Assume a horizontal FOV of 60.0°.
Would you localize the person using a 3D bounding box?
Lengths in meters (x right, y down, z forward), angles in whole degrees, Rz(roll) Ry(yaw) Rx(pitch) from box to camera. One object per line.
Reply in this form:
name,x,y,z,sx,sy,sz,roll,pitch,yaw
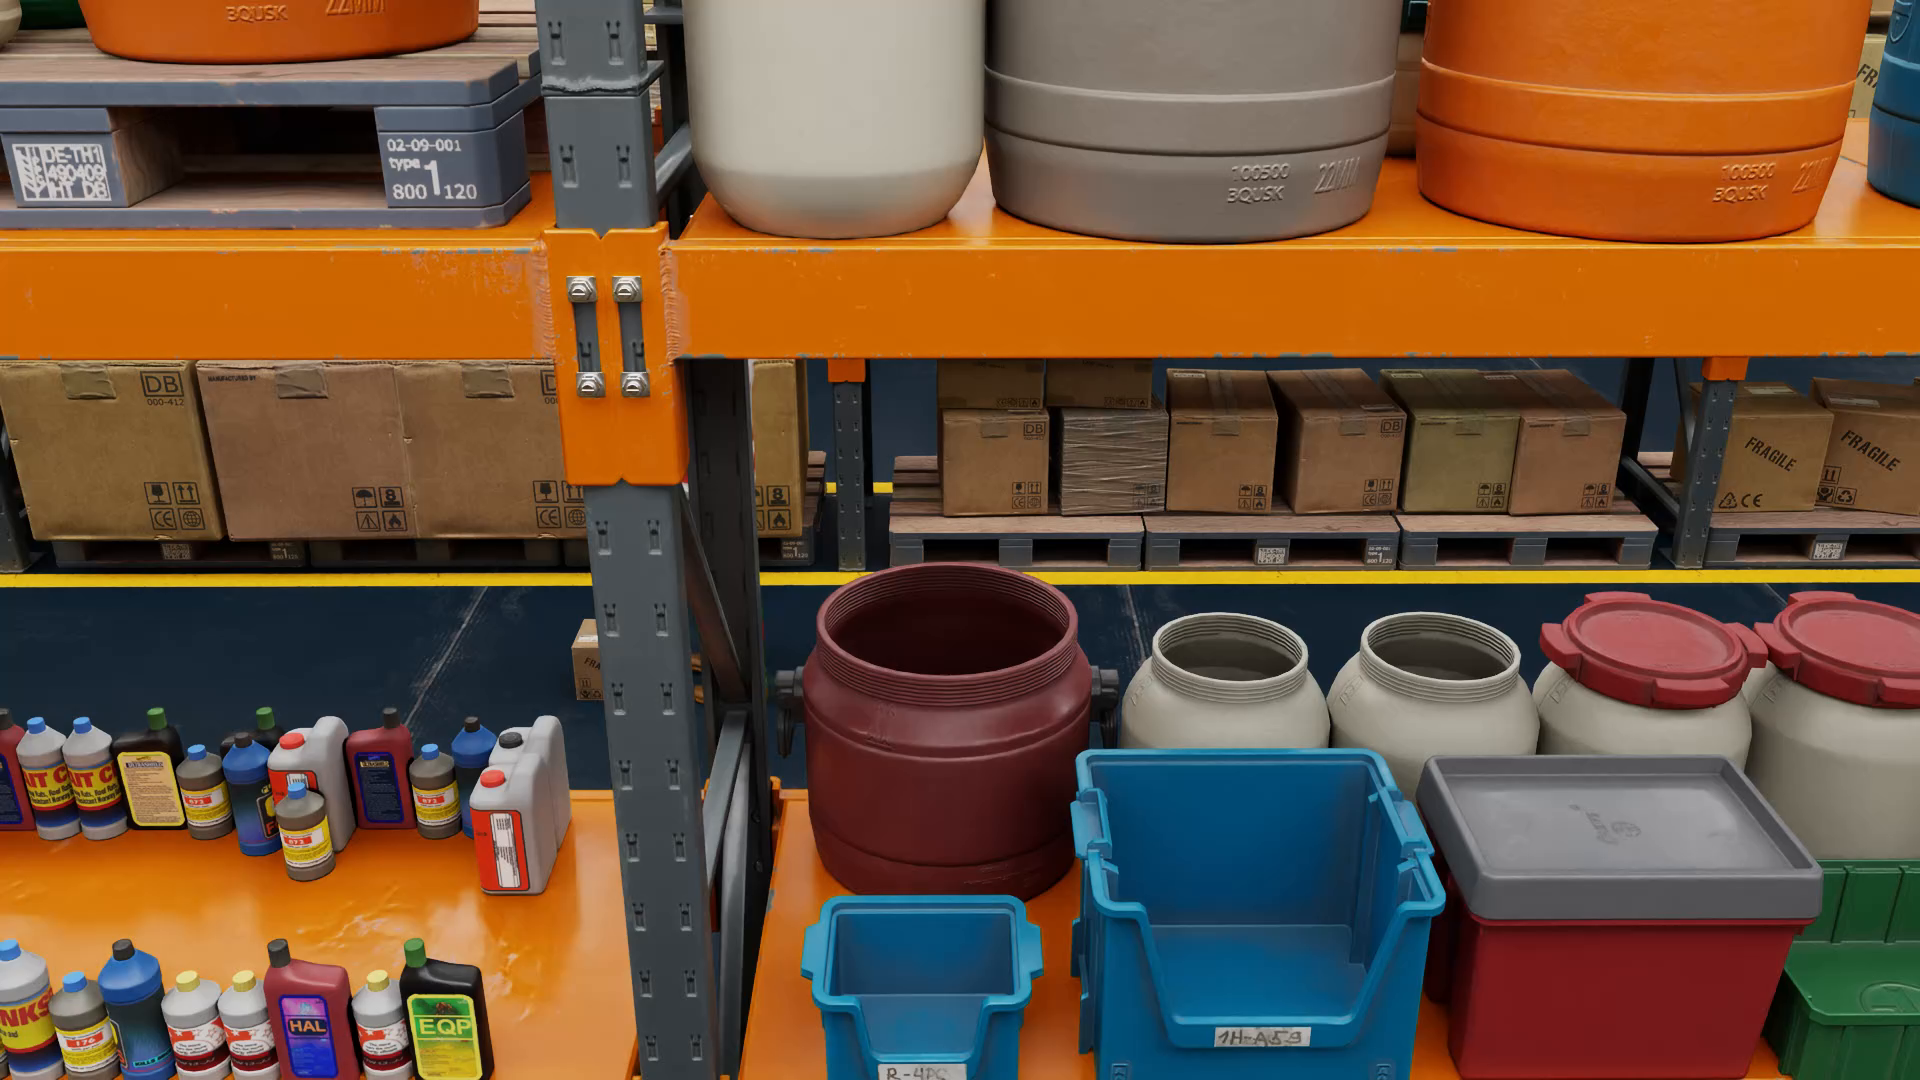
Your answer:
person,-0.975,-0.209,6.549,0.359,1.790,0.522,0,24,1
